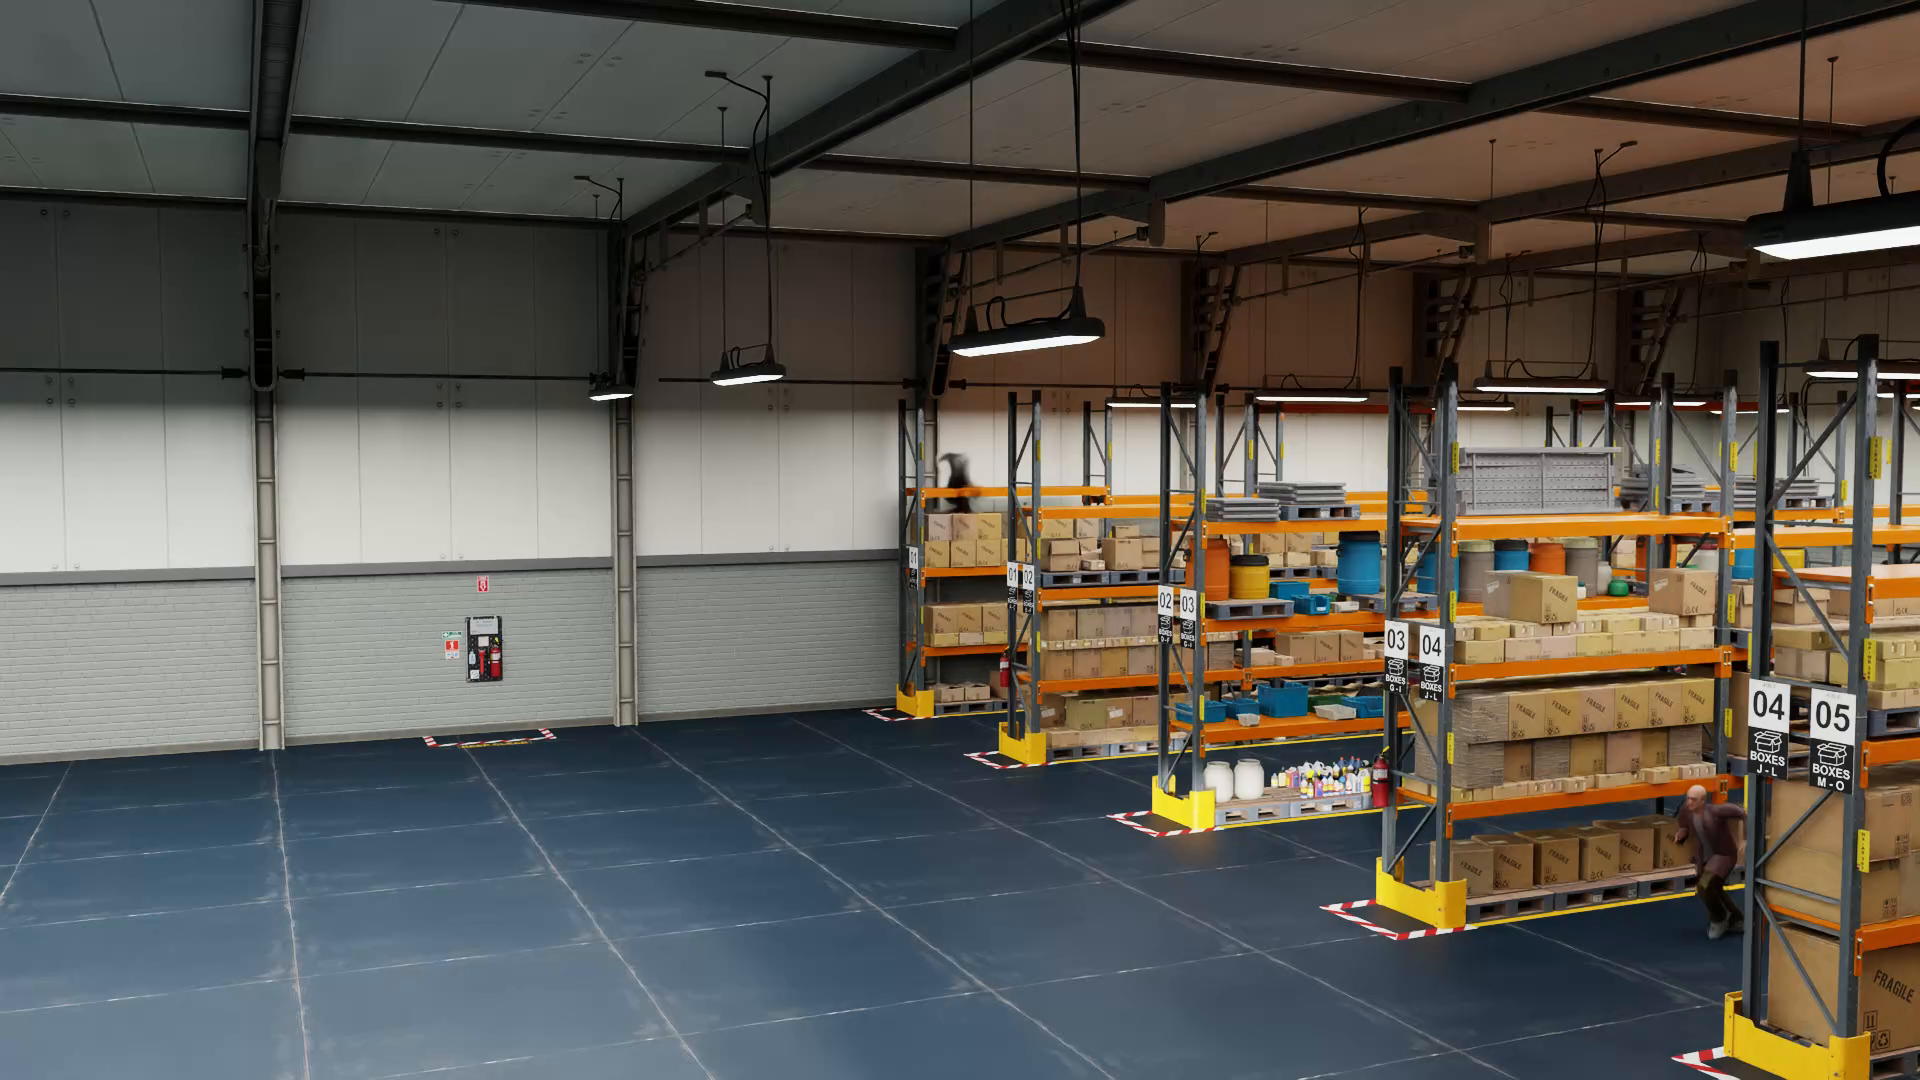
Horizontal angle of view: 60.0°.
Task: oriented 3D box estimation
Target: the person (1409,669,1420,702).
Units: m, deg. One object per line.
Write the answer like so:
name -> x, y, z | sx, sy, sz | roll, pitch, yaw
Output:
person -> 7.757, 2.655, 27.970 | 0.637, 1.726, 0.701 | -1, 3, -16

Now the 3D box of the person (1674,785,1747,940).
person -> 7.849, 3.342, 17.246 | 1.023, 1.655, 0.757 | -2, 4, -29
